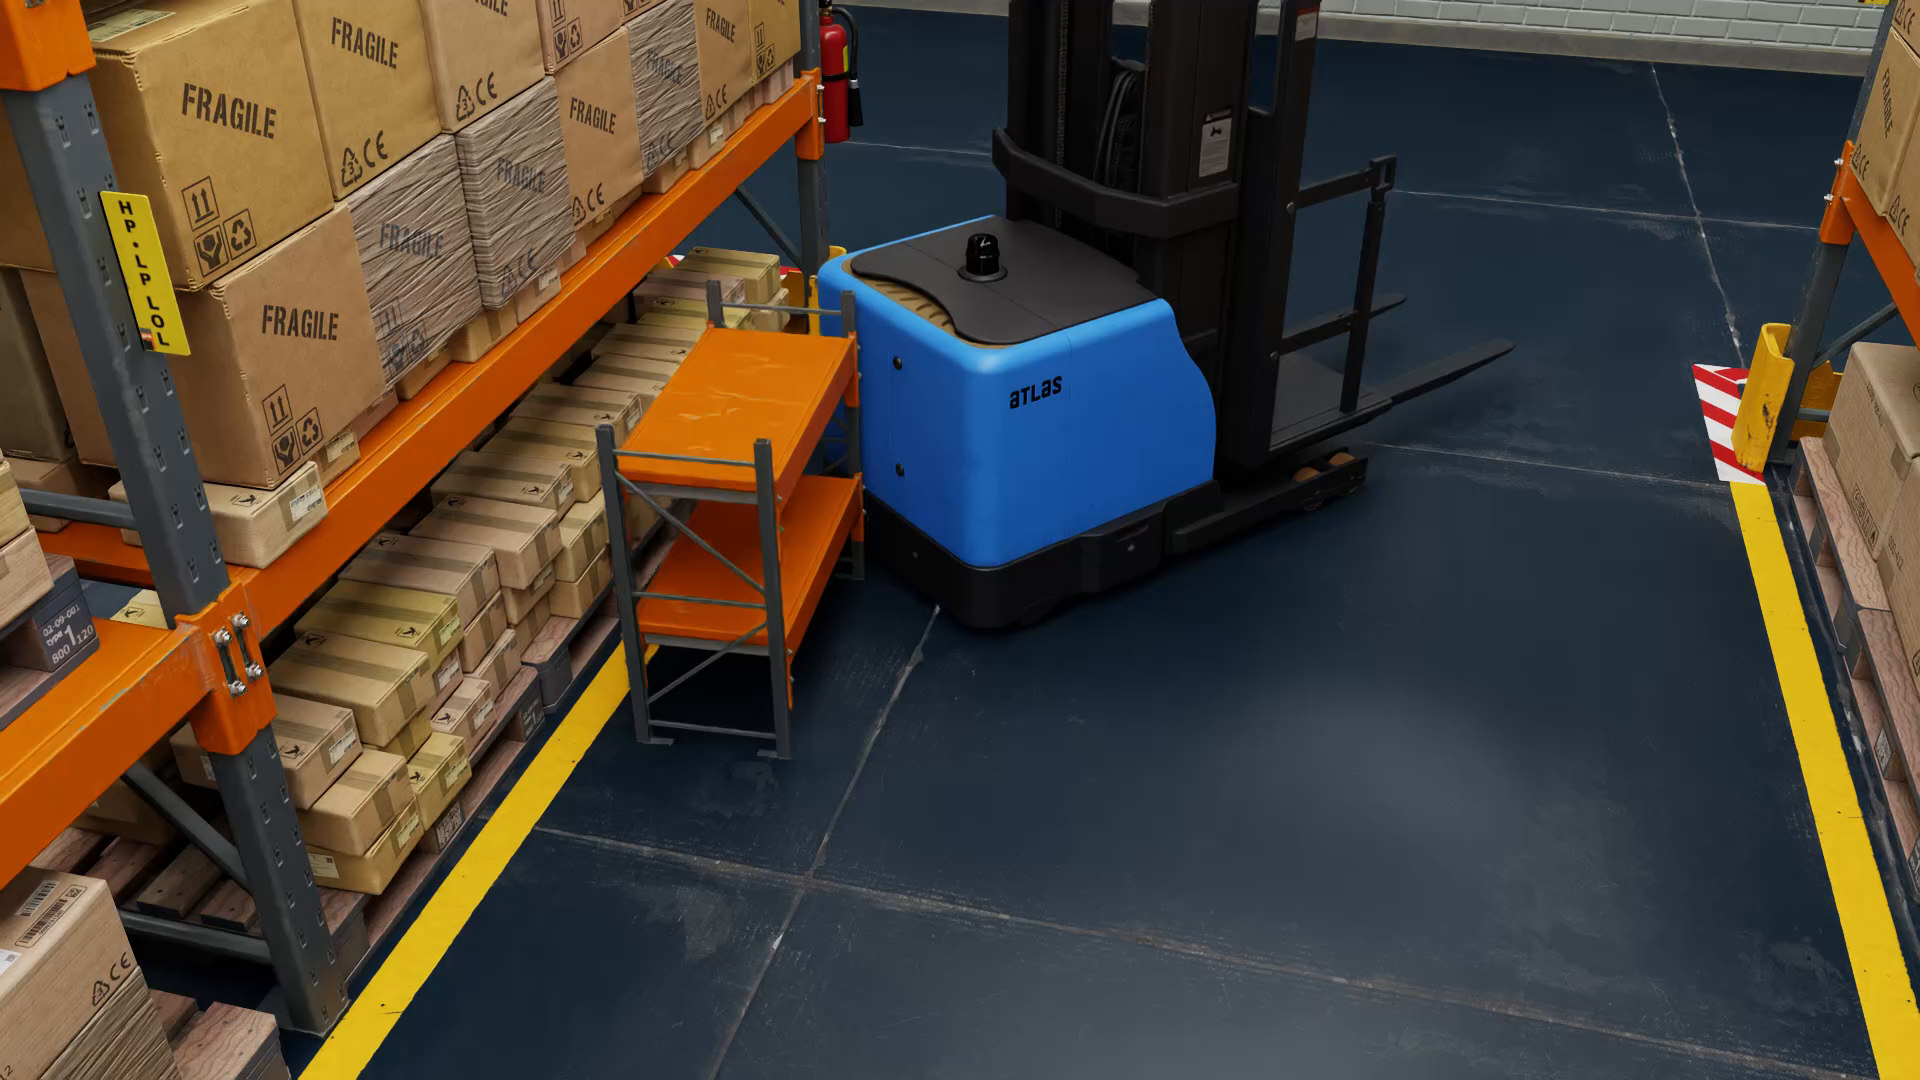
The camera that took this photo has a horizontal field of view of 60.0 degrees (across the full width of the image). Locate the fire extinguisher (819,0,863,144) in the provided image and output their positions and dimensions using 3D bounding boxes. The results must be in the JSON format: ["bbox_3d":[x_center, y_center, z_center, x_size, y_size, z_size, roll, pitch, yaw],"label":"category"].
[{"bbox_3d":[-0.563,-2.043,7.087,0.296,0.674,0.183,8,33,12],"label":"fire extinguisher"}]

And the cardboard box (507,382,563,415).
[{"bbox_3d":[-1.700,-0.485,6.206,0.380,0.149,0.250,6,33,10],"label":"cardboard box"}]

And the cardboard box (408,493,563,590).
[{"bbox_3d":[-1.469,0.003,5.161,0.380,0.149,0.250,9,33,13],"label":"cardboard box"}]

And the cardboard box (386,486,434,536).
[{"bbox_3d":[-1.916,-0.067,5.549,0.380,0.149,0.250,6,33,10],"label":"cardboard box"}]

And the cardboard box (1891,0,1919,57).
[{"bbox_3d":[3.343,-1.798,5.256,0.500,0.500,0.500,7,33,11],"label":"cardboard box"}]

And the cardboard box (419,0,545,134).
[{"bbox_3d":[-1.463,-1.408,4.367,0.500,0.500,0.500,9,33,13],"label":"cardboard box"}]

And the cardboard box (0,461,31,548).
[{"bbox_3d":[-1.998,-0.053,3.103,0.380,0.149,0.250,9,34,14],"label":"cardboard box"}]

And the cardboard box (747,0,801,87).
[{"bbox_3d":[-0.938,-2.065,6.331,0.500,0.500,0.500,9,33,13],"label":"cardboard box"}]

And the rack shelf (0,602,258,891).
[{"bbox_3d":[-2.596,1.252,2.155,1.077,0.370,4.000,8,33,12],"label":"rack shelf"}]

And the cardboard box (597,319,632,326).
[{"bbox_3d":[-1.578,-0.893,6.848,0.380,0.149,0.250,8,33,12],"label":"cardboard box"}]

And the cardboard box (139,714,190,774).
[{"bbox_3d":[-2.250,0.465,4.434,0.380,0.149,0.250,9,34,14],"label":"cardboard box"}]

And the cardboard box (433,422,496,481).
[{"bbox_3d":[-1.821,-0.336,5.693,0.380,0.149,0.250,8,33,12],"label":"cardboard box"}]

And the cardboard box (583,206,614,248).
[{"bbox_3d":[-1.346,-1.055,5.348,0.380,0.149,0.250,9,33,13],"label":"cardboard box"}]

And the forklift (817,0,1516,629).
[{"bbox_3d":[0.977,-1.558,5.968,3.031,2.935,1.130,-21,38,-30],"label":"forklift"}]

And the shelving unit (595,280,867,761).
[{"bbox_3d":[-0.680,-0.088,5.339,0.538,1.125,1.048,5,33,9],"label":"shelving unit"}]

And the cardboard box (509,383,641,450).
[{"bbox_3d":[-1.340,-0.412,5.814,0.380,0.149,0.250,7,33,11],"label":"cardboard box"}]

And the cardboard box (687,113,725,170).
[{"bbox_3d":[-1.073,-1.460,5.984,0.380,0.149,0.250,9,34,14],"label":"cardboard box"}]

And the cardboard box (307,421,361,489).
[{"bbox_3d":[-1.706,-0.230,4.050,0.380,0.149,0.250,9,34,14],"label":"cardboard box"}]

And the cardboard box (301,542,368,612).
[{"bbox_3d":[-2.025,0.073,5.050,0.380,0.149,0.250,9,34,14],"label":"cardboard box"}]

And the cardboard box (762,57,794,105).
[{"bbox_3d":[-0.882,-1.851,6.601,0.380,0.149,0.250,8,33,12],"label":"cardboard box"}]

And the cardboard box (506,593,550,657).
[{"bbox_3d":[-1.554,0.234,5.352,0.380,0.149,0.250,7,33,10],"label":"cardboard box"}]

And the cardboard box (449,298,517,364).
[{"bbox_3d":[-1.487,-0.638,4.691,0.380,0.149,0.250,9,33,13],"label":"cardboard box"}]

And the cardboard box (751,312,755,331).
[{"bbox_3d":[-1.049,-0.824,6.738,0.380,0.149,0.250,7,33,11],"label":"cardboard box"}]

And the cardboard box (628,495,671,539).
[{"bbox_3d":[-1.265,-0.155,5.964,0.380,0.149,0.250,9,33,13],"label":"cardboard box"}]

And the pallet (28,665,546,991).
[{"bbox_3d":[-1.952,0.734,4.899,1.003,0.211,1.213,8,33,12],"label":"pallet"}]

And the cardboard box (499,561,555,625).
[{"bbox_3d":[-1.518,0.112,5.266,0.380,0.149,0.250,10,34,15],"label":"cardboard box"}]

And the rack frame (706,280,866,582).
[{"bbox_3d":[-0.590,-0.356,5.761,0.500,1.125,0.032,5,33,9],"label":"rack frame"}]

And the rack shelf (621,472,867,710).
[{"bbox_3d":[-0.680,0.119,5.470,0.538,0.278,1.000,5,33,9],"label":"rack shelf"}]

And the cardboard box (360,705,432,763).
[{"bbox_3d":[-1.709,0.523,4.620,0.380,0.149,0.250,8,33,13],"label":"cardboard box"}]

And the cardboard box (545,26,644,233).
[{"bbox_3d":[-1.330,-1.276,5.091,0.500,0.500,0.500,10,34,15],"label":"cardboard box"}]

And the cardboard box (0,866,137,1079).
[{"bbox_3d":[-2.032,0.893,3.289,0.500,0.250,0.500,7,33,11],"label":"cardboard box"}]

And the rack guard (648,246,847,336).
[{"bbox_3d":[-1.092,-1.071,7.468,1.175,0.500,0.348,8,33,12],"label":"rack guard"}]

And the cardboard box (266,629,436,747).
[{"bbox_3d":[-1.673,0.400,4.536,0.380,0.149,0.250,10,34,15],"label":"cardboard box"}]

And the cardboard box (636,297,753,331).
[{"bbox_3d":[-1.024,-0.807,6.435,0.380,0.149,0.250,7,33,11],"label":"cardboard box"}]

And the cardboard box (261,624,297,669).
[{"bbox_3d":[-2.208,0.321,4.938,0.380,0.149,0.250,7,33,11],"label":"cardboard box"}]

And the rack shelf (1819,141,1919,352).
[{"bbox_3d":[3.233,-0.202,4.443,1.077,0.370,4.000,8,33,12],"label":"rack shelf"}]

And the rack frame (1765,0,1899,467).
[{"bbox_3d":[3.741,-1.544,5.882,1.000,3.000,0.127,8,33,12],"label":"rack frame"}]

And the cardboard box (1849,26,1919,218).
[{"bbox_3d":[3.341,-1.376,5.525,0.500,0.500,0.500,8,33,12],"label":"cardboard box"}]

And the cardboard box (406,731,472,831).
[{"bbox_3d":[-1.617,0.653,4.693,0.380,0.149,0.250,9,34,14],"label":"cardboard box"}]

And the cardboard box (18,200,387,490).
[{"bbox_3d":[-1.719,-0.480,3.838,0.500,0.500,0.500,7,33,11],"label":"cardboard box"}]

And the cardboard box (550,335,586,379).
[{"bbox_3d":[-1.659,-0.752,6.348,0.380,0.149,0.250,6,33,10],"label":"cardboard box"}]
